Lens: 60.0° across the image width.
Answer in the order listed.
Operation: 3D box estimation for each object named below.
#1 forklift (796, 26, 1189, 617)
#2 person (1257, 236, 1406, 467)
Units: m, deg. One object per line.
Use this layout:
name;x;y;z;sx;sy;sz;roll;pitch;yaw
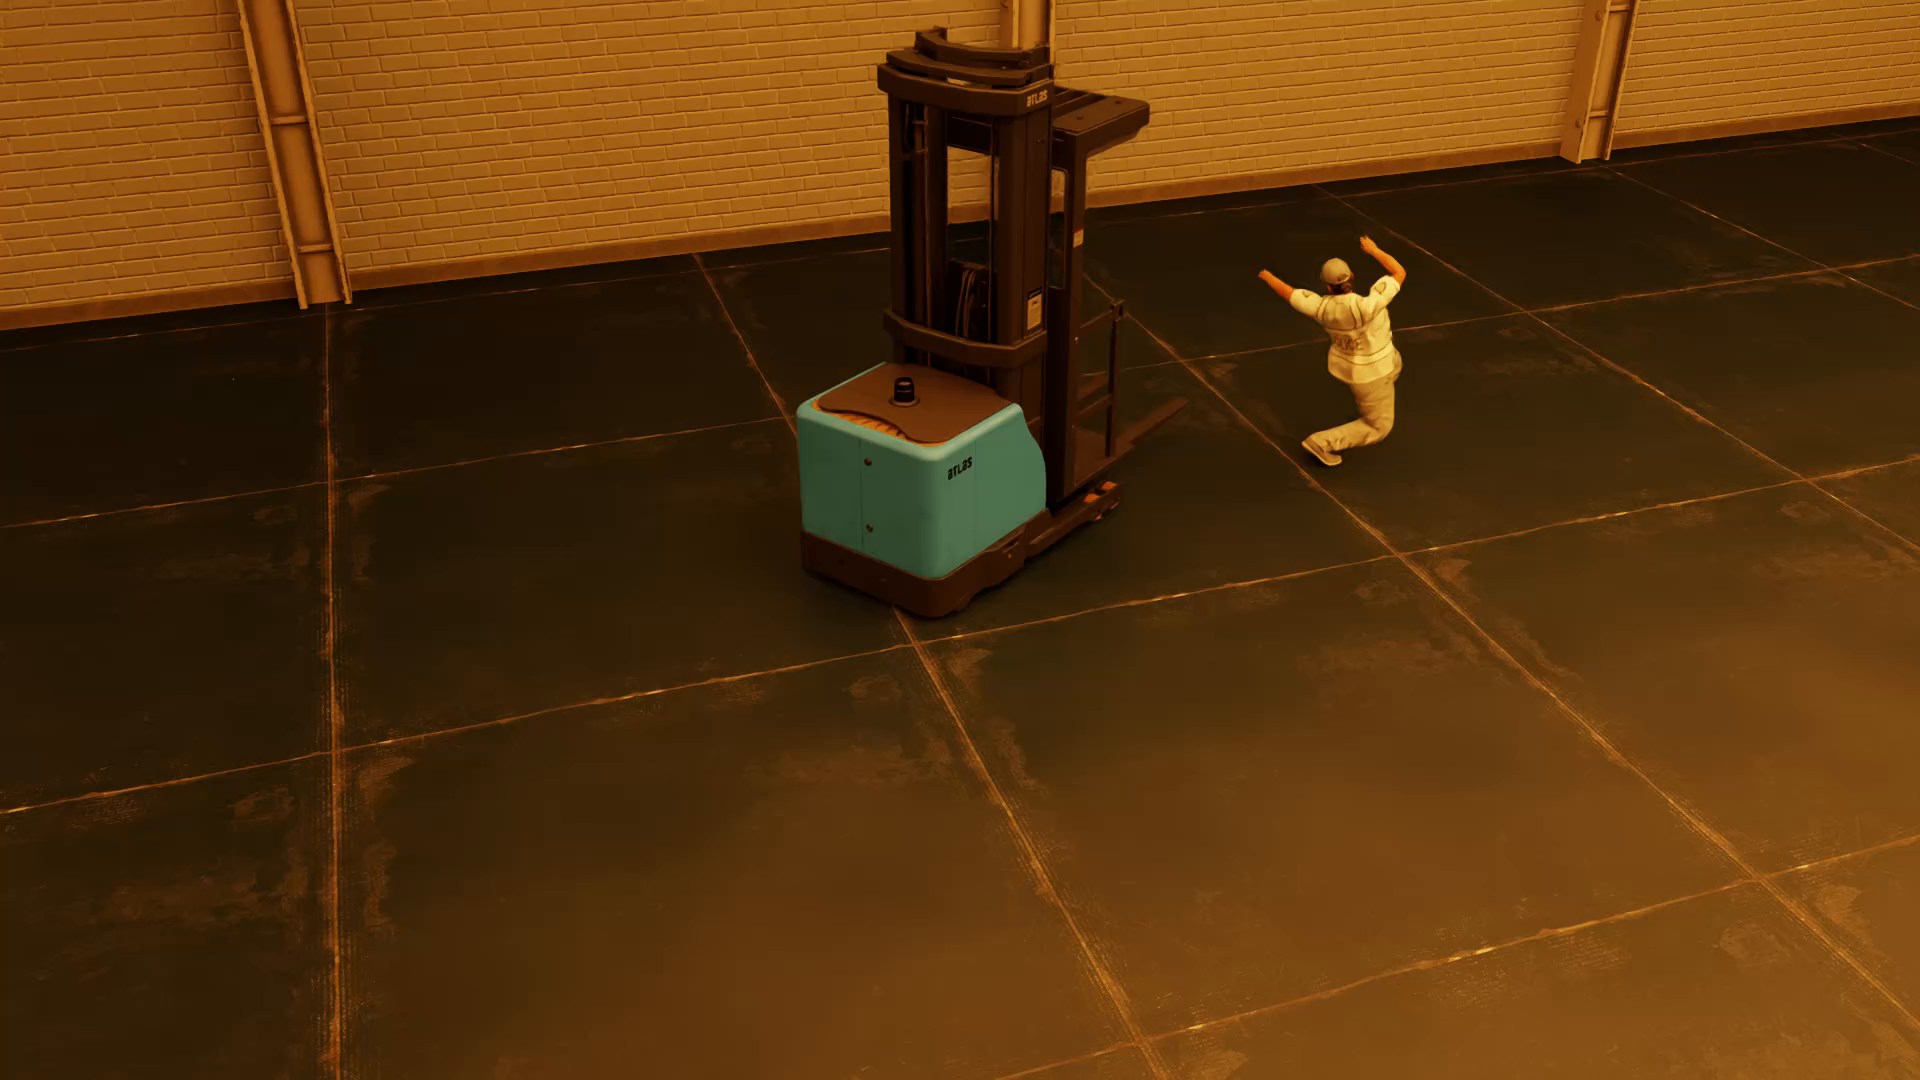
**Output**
forklift;0.367;-1.521;9.731;1.130;2.935;3.031;21;36;32
person;2.494;-1.310;10.876;0.831;1.479;1.020;-14;33;-23
